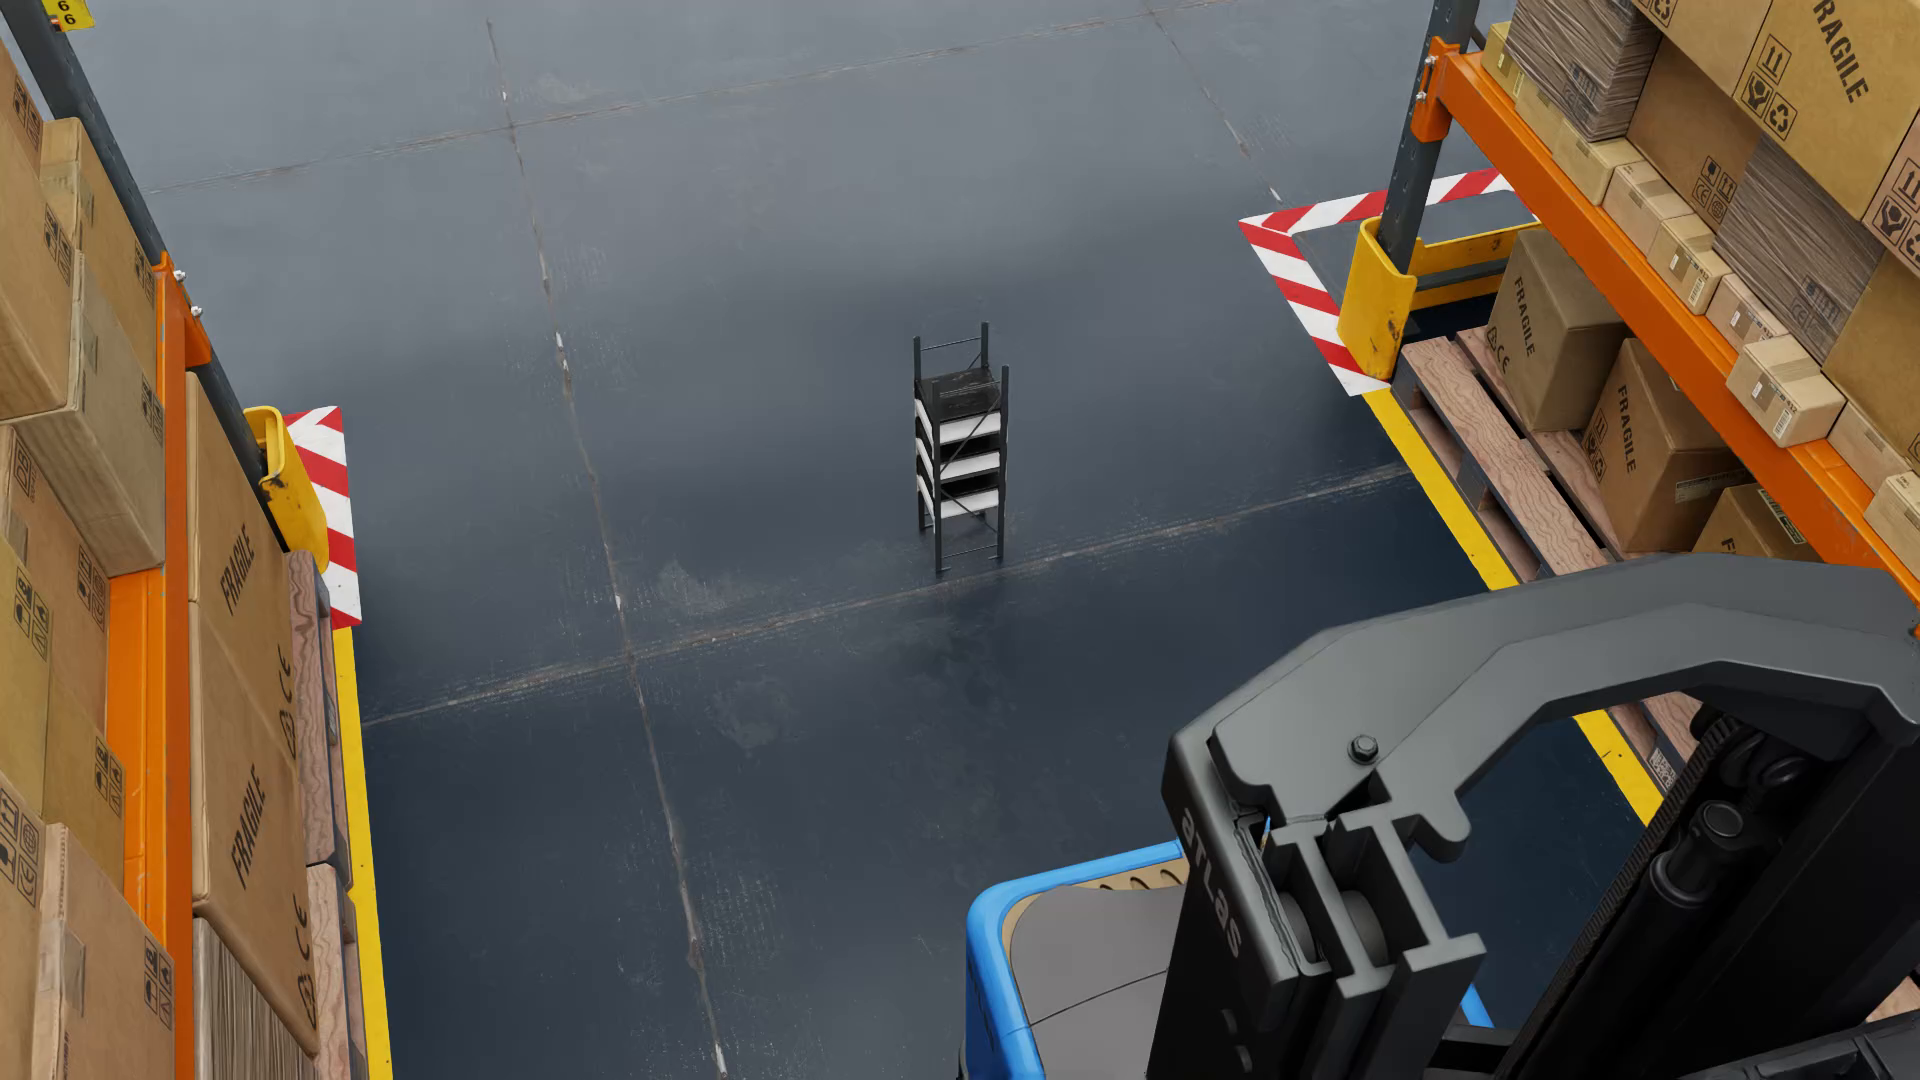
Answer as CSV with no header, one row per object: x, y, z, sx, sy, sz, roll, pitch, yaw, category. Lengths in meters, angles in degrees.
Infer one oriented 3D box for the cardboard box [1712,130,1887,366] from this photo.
2.533,-0.878,4.268,0.875,0.500,0.500,-13,51,-11,cardboard box

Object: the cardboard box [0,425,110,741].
-2.359,0.224,3.501,0.875,0.550,0.550,-13,51,-11,cardboard box

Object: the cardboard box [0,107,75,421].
-2.417,-0.559,3.455,0.875,0.550,0.550,-13,51,-11,cardboard box

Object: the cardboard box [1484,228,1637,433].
2.196,-0.740,5.772,0.500,0.500,0.500,-5,50,-4,cardboard box

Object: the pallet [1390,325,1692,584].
2.256,-0.315,5.877,1.003,0.211,1.213,-13,51,-11,pallet

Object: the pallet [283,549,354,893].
-2.430,0.642,5.071,1.003,0.211,1.213,-13,51,-11,pallet

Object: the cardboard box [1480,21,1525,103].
1.884,-1.527,5.240,0.380,0.149,0.250,-13,51,-11,cardboard box

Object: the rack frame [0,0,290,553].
-2.741,-0.823,4.482,1.000,3.000,0.127,-13,51,-11,rack frame

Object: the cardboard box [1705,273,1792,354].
2.260,-0.616,4.472,0.380,0.149,0.250,-13,51,-11,cardboard box

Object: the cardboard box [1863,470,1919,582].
2.436,-0.057,4.001,0.380,0.149,0.250,-13,51,-11,cardboard box

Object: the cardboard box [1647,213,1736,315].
2.160,-0.792,4.620,0.380,0.149,0.250,-13,51,-11,cardboard box

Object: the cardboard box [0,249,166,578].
-2.404,-0.214,3.870,0.875,0.550,0.550,-13,51,-11,cardboard box

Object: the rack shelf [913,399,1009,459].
0.002,-0.379,5.289,0.258,0.077,0.200,-13,51,-11,rack shelf

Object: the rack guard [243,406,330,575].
-2.748,-0.035,5.452,1.175,0.500,0.348,-13,51,-11,rack guard

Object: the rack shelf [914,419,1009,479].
0.002,-0.321,5.358,0.258,0.077,0.200,-13,51,-11,rack shelf

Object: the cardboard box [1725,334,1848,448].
2.235,-0.410,4.298,0.380,0.149,0.250,-13,51,-11,cardboard box

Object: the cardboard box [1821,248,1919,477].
2.669,-0.510,3.958,0.875,0.500,0.500,-13,51,-11,cardboard box

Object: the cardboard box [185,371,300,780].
-2.477,0.207,4.729,0.875,0.875,0.875,-13,51,-11,cardboard box

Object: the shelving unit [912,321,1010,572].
0.002,-0.284,5.401,0.258,0.900,0.210,-13,51,-11,shelving unit

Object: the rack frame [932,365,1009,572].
0.032,-0.210,5.338,0.240,0.900,0.006,-13,51,-11,rack frame

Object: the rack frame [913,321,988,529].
-0.028,-0.358,5.464,0.240,0.900,0.006,-13,51,-11,rack frame

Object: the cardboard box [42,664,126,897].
-2.163,0.602,3.183,0.875,0.550,0.500,-13,51,-11,cardboard box

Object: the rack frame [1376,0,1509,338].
2.027,-1.870,5.365,1.000,3.000,0.127,-13,51,-11,rack frame

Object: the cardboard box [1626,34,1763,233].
2.426,-1.253,4.584,0.875,0.500,0.500,-13,51,-11,cardboard box

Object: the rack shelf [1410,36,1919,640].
2.619,-0.178,4.409,1.077,0.370,4.000,-13,51,-11,rack shelf

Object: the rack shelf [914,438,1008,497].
0.002,-0.263,5.426,0.258,0.077,0.200,-13,51,-11,rack shelf

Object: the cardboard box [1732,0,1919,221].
2.220,-1.126,3.823,0.500,0.500,0.500,-13,51,-11,cardboard box

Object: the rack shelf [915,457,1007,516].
0.002,-0.205,5.495,0.258,0.077,0.200,-13,51,-11,rack shelf

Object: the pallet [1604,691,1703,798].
2.613,0.575,5.127,1.003,0.211,1.213,-13,51,-11,pallet

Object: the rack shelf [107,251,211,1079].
-2.150,0.870,3.525,1.077,0.370,4.000,-13,51,-11,rack shelf

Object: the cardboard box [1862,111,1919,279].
2.373,-0.762,3.517,0.500,0.500,0.500,-13,51,-11,cardboard box

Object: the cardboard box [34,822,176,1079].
-1.910,0.966,2.876,0.875,0.550,0.550,-13,51,-11,cardboard box

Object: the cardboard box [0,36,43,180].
-2.668,-0.939,3.776,0.875,0.550,0.550,-13,51,-11,cardboard box

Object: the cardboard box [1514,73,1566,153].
1.939,-1.340,5.082,0.380,0.149,0.250,-13,51,-11,cardboard box

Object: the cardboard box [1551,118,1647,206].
1.999,-1.154,4.926,0.380,0.149,0.250,-13,51,-11,cardboard box

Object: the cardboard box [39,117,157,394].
-2.588,-0.610,4.205,0.875,0.550,0.550,-13,51,-11,cardboard box

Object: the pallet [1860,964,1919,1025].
2.978,1.467,4.375,1.003,0.211,1.213,-13,51,-11,pallet

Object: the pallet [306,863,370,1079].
-2.073,1.532,4.321,1.003,0.211,1.213,-13,51,-11,pallet

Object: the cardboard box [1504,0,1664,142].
2.163,-1.591,4.869,0.875,0.500,0.500,-13,51,-11,cardboard box

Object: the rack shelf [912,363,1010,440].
0.002,-0.437,5.220,0.258,0.077,0.200,-13,51,-11,rack shelf

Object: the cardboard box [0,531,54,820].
-2.101,0.239,2.782,0.875,0.550,0.500,-13,51,-11,cardboard box

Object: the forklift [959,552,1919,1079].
0.876,1.522,2.550,1.130,2.935,3.031,-12,51,-10,forklift

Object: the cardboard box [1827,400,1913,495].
2.435,-0.257,4.169,0.380,0.149,0.250,-13,51,-11,cardboard box

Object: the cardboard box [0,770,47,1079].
-1.936,0.624,2.458,0.875,0.550,0.550,-13,51,-11,cardboard box

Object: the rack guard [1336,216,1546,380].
2.050,-1.009,6.274,1.175,0.500,0.348,-13,51,-11,rack guard

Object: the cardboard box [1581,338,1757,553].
2.405,-0.311,5.411,0.500,0.500,0.500,-2,50,-1,cardboard box

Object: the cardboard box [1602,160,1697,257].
2.093,-0.977,4.776,0.380,0.149,0.250,-13,51,-11,cardboard box

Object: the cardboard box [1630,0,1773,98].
2.071,-1.491,4.131,0.500,0.500,0.500,-13,51,-11,cardboard box

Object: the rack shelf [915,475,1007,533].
0.002,-0.147,5.564,0.258,0.077,0.200,-13,51,-11,rack shelf

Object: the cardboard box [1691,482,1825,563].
2.572,0.150,5.022,0.500,0.500,0.500,-9,50,-8,cardboard box

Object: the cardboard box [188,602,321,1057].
-2.215,0.849,4.187,0.875,0.875,0.875,-14,51,-12,cardboard box

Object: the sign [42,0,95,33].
-2.219,-1.385,4.043,0.100,0.325,0.005,-13,51,-11,sign

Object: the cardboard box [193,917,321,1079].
-1.947,1.515,3.626,0.875,0.875,0.875,-13,51,-11,cardboard box
